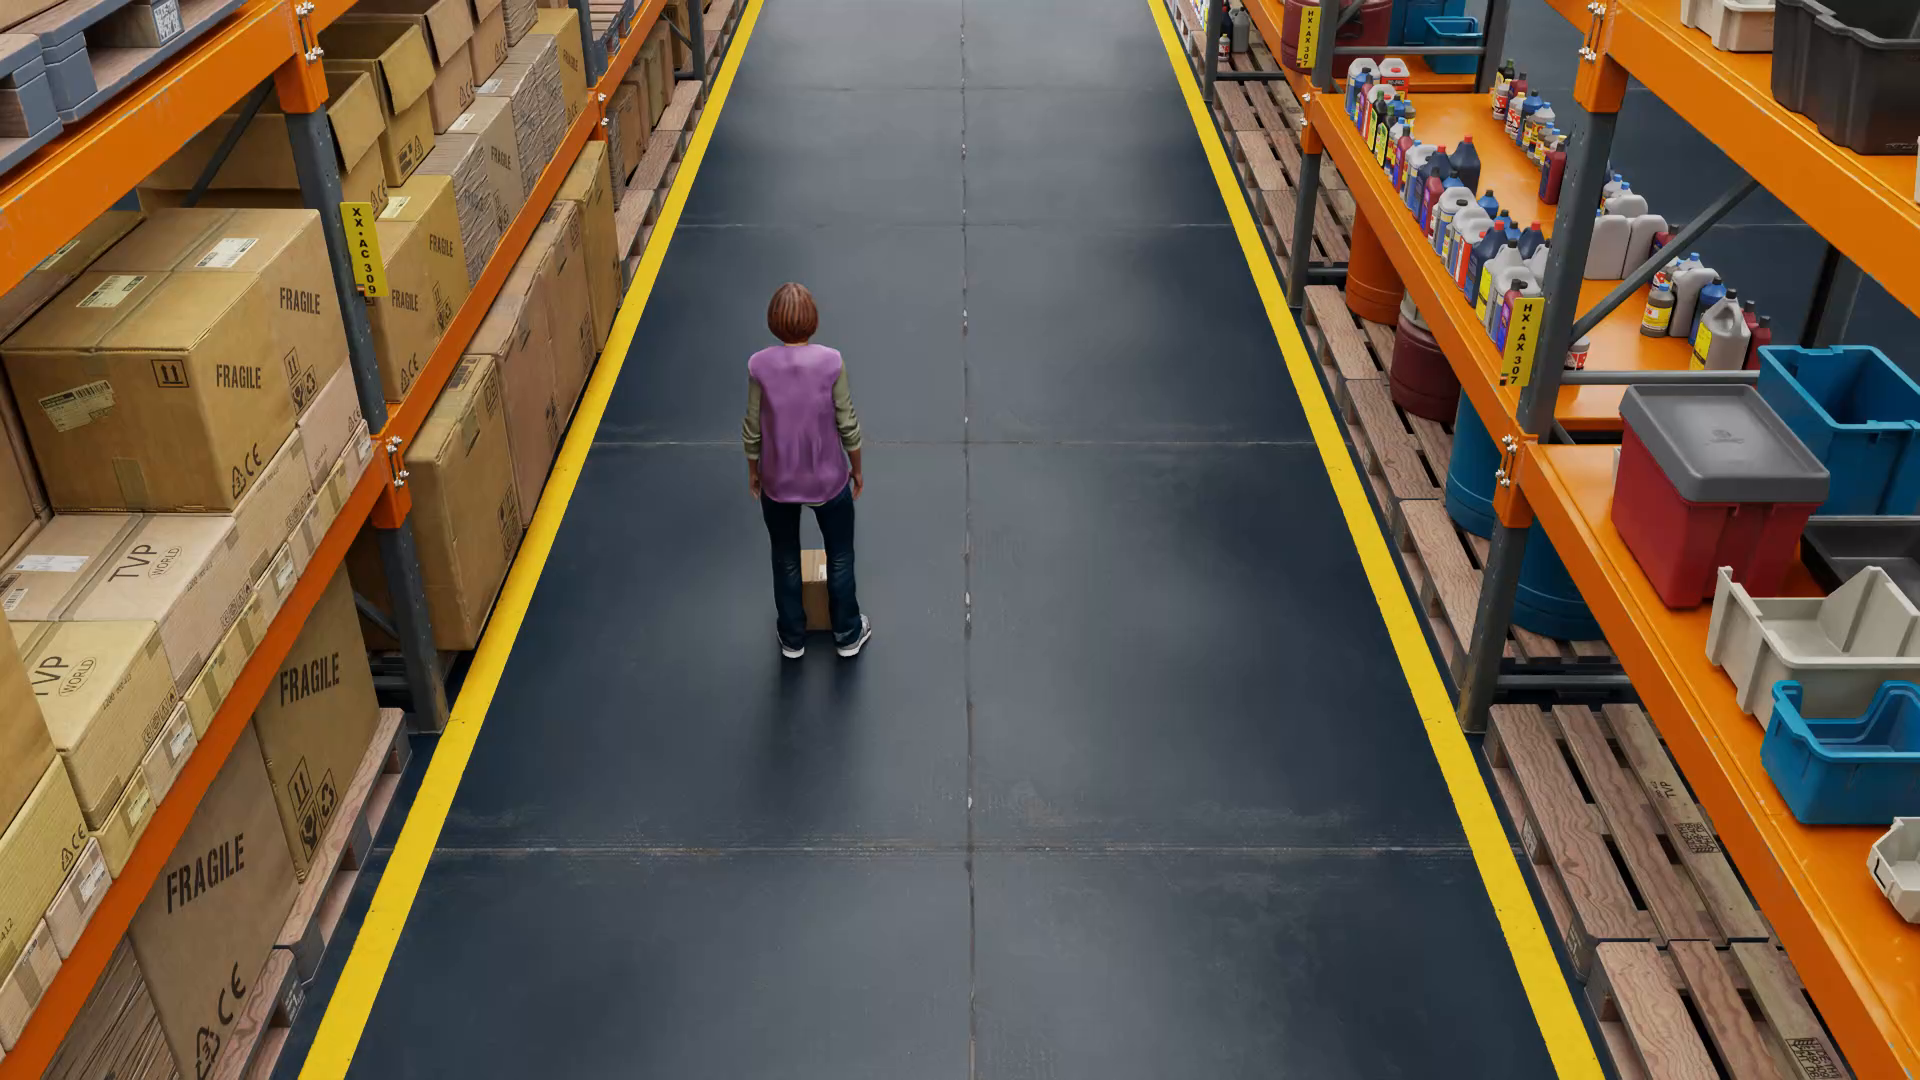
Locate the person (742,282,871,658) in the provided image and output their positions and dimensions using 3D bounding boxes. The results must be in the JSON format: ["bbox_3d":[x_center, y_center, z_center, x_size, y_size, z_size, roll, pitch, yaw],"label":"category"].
[{"bbox_3d":[-0.606,-0.233,6.520,0.462,1.593,0.344,0,32,0],"label":"person"}]
